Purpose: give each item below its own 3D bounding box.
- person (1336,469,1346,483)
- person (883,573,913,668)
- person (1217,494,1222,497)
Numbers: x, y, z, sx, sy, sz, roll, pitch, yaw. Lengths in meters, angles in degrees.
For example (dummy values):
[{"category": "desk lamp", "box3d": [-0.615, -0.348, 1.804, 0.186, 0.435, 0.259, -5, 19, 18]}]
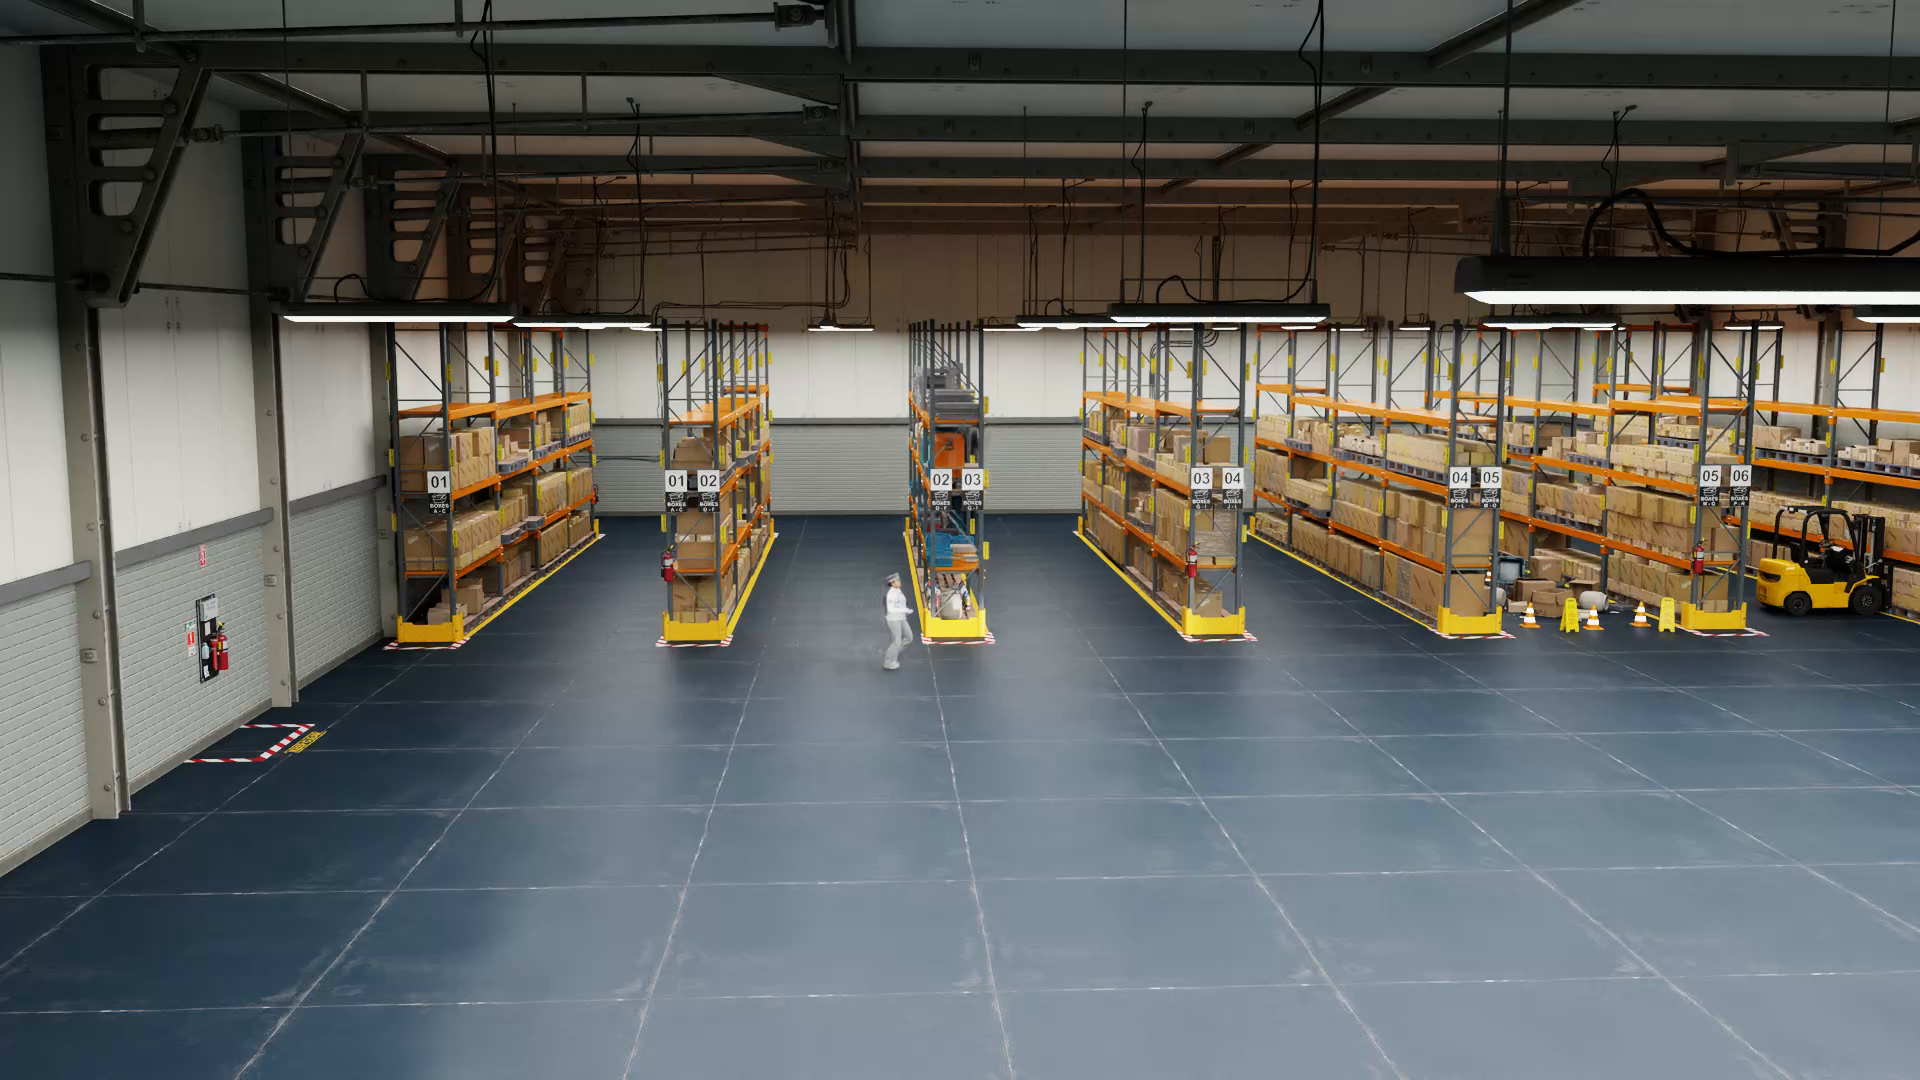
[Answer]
[{"category": "person", "box3d": [11.333, -1.230, 49.416, 0.807, 1.779, 0.644, 0, 7, -2]}, {"category": "person", "box3d": [-1.032, 1.380, 28.461, 0.577, 1.666, 0.599, 3, 7, 19]}, {"category": "person", "box3d": [7.382, -1.027, 47.772, 0.710, 1.743, 0.585, 4, 8, 28]}]
